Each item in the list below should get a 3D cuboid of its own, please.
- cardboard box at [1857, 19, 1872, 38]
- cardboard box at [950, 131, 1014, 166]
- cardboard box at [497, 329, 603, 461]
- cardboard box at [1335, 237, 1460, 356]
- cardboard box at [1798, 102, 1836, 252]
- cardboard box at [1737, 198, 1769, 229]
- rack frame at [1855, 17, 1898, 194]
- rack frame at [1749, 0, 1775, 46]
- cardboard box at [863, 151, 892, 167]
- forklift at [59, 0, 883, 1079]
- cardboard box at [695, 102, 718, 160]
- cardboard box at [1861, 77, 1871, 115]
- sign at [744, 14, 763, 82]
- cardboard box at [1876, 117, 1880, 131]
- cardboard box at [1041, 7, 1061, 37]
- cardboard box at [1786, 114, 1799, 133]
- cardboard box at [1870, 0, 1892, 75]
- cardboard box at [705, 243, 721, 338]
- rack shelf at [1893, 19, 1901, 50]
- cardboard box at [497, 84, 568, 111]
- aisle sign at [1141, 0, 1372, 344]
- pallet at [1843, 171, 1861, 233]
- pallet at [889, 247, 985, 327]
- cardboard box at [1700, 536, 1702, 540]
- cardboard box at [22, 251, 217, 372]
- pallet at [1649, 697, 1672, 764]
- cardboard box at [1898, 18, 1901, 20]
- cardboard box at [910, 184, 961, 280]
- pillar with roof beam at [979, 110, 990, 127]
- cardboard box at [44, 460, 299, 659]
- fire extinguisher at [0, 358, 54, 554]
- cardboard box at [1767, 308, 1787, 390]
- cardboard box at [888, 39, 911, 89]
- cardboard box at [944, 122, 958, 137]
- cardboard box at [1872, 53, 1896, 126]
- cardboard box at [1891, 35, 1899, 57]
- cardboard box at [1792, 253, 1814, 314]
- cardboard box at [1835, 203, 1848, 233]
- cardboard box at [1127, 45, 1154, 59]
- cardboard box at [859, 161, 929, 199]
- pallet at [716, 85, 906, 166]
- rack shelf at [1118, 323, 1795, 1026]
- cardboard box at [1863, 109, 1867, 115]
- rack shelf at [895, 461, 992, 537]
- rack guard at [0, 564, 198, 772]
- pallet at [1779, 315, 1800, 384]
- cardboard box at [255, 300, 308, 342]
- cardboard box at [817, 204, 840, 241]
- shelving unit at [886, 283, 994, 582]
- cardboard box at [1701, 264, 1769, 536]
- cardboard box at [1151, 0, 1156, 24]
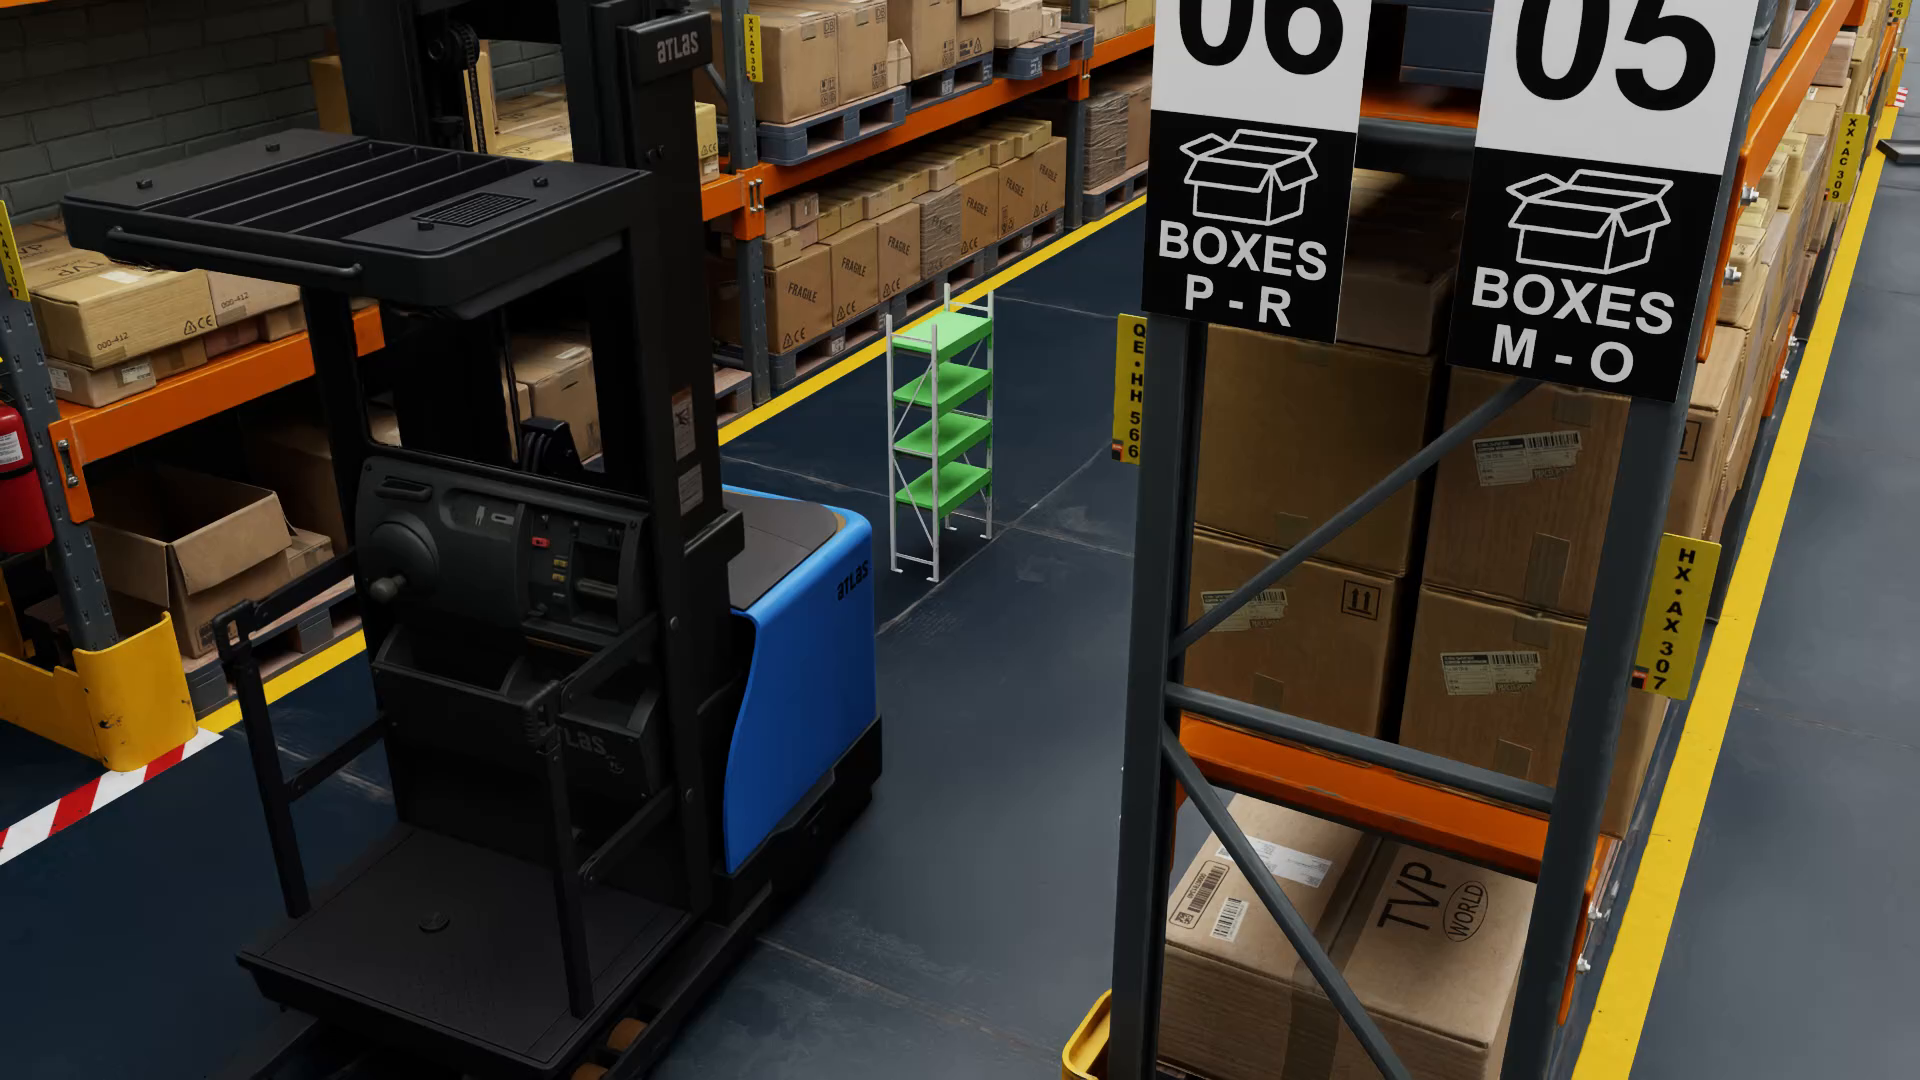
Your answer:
[{"bbox_3d":[3.494,-1.922,7.009,0.500,0.500,0.500,14,30,26],"label":"cardboard box"},{"bbox_3d":[0.148,-2.674,11.339,0.380,0.149,0.250,13,29,24],"label":"cardboard box"},{"bbox_3d":[-2.141,-0.667,8.054,0.700,0.500,0.500,13,29,24],"label":"cardboard box"},{"bbox_3d":[0.836,-0.524,3.493,0.380,0.149,0.250,15,30,27],"label":"cardboard box"},{"bbox_3d":[2.553,-1.169,5.505,0.500,0.500,0.500,14,30,25],"label":"cardboard box"},{"bbox_3d":[1.658,-0.718,3.880,0.380,0.149,0.250,13,29,24],"label":"cardboard box"},{"bbox_3d":[6.737,-4.235,12.859,1.000,3.000,0.127,14,30,26],"label":"rack frame"},{"bbox_3d":[0.834,-2.241,2.174,1.000,3.000,0.127,14,30,26],"label":"rack frame"},{"bbox_3d":[-0.672,-2.478,10.947,0.380,0.149,0.250,14,30,26],"label":"cardboard box"},{"bbox_3d":[-1.346,0.070,4.335,1.130,2.935,3.031,11,29,22],"label":"forklift"},{"bbox_3d":[-1.560,-2.023,8.275,0.500,0.250,0.500,15,30,27],"label":"cardboard box"},{"bbox_3d":[4.269,-2.183,8.370,0.500,0.250,0.500,13,30,25],"label":"cardboard box"},{"bbox_3d":[-1.046,-2.480,8.385,0.100,0.325,0.005,14,30,26],"label":"sign"},{"bbox_3d":[7.515,-3.574,14.142,0.500,0.250,0.500,16,31,29],"label":"cardboard box"},{"bbox_3d":[0.457,-3.503,11.208,0.380,0.149,0.250,15,30,27],"label":"cardboard box"},{"bbox_3d":[2.135,-1.126,4.695,0.380,0.149,0.250,14,30,26],"label":"cardboard box"},{"bbox_3d":[4.497,-2.707,8.578,0.500,0.500,0.500,15,30,27],"label":"cardboard box"},{"bbox_3d":[-1.538,-1.535,9.790,0.500,0.500,0.500,14,30,26],"label":"cardboard box"},{"bbox_3d":[7.721,-4.693,14.578,1.077,0.370,4.000,14,30,26],"label":"rack shelf"},{"bbox_3d":[-2.001,-2.141,8.512,0.500,0.250,0.500,14,30,26],"label":"cardboard box"},{"bbox_3d":[0.528,-0.761,3.015,0.394,0.787,0.004,14,30,26],"label":"aisle sign"},{"bbox_3d":[6.355,-2.684,12.877,1.003,0.211,1.213,14,30,26],"label":"pallet"},{"bbox_3d":[-0.556,-1.765,11.039,1.003,0.211,1.213,14,30,26],"label":"pallet"},{"bbox_3d":[1.544,0.070,4.148,0.500,0.500,0.500,14,30,25],"label":"cardboard box"},{"bbox_3d":[-3.032,-0.834,5.899,0.500,0.250,0.500,14,30,26],"label":"cardboard box"},{"bbox_3d":[2.359,0.409,6.698,1.003,0.211,1.213,14,30,26],"label":"pallet"},{"bbox_3d":[7.171,-4.175,13.020,0.380,0.149,0.250,14,30,26],"label":"cardboard box"},{"bbox_3d":[-0.325,-2.022,10.761,0.500,0.500,0.500,13,29,24],"label":"cardboard box"},{"bbox_3d":[4.050,-6.209,10.101,9.100,9.000,0.400,14,30,26],"label":"pillar with roof beam"},{"bbox_3d":[-3.106,0.061,6.597,0.797,0.503,0.637,13,29,24],"label":"cardboard box"},{"bbox_3d":[-3.160,-0.290,5.481,0.296,0.674,0.183,14,30,26],"label":"fire extinguisher"},{"bbox_3d":[2.547,-0.723,5.732,0.500,0.500,0.500,13,30,25],"label":"cardboard box"},{"bbox_3d":[-0.504,-2.794,9.661,0.396,0.266,0.258,16,31,29],"label":"cardboard box"},{"bbox_3d":[-0.236,-2.896,11.782,0.380,0.149,0.250,15,30,28],"label":"cardboard box"},{"bbox_3d":[7.262,-3.699,13.554,0.500,0.500,0.500,16,31,28],"label":"cardboard box"},{"bbox_3d":[7.376,-4.025,13.479,0.380,0.149,0.250,15,30,27],"label":"cardboard box"},{"bbox_3d":[3.248,-1.164,6.891,0.500,0.250,0.500,13,30,25],"label":"cardboard box"},{"bbox_3d":[5.790,-2.491,11.841,0.950,0.372,0.625,15,30,28],"label":"cardboard box"},{"bbox_3d":[1.778,-3.946,14.466,0.875,0.625,0.625,14,30,26],"label":"cardboard box"},{"bbox_3d":[-0.419,-2.285,10.561,0.380,0.149,0.250,14,30,26],"label":"cardboard box"},{"bbox_3d":[-1.034,-2.410,9.429,1.003,0.211,1.213,14,30,26],"label":"pallet"},{"bbox_3d":[1.817,-0.016,5.235,1.077,0.370,4.000,14,30,26],"label":"rack shelf"},{"bbox_3d":[4.509,-2.152,8.866,0.500,0.250,0.500,15,30,27],"label":"cardboard box"},{"bbox_3d":[-0.081,-0.200,7.489,0.258,0.148,0.480,14,30,26],"label":"rack shelf"},{"bbox_3d":[-3.452,0.438,6.316,1.175,0.500,0.348,14,30,26],"label":"rack guard"},{"bbox_3d":[4.316,-1.139,9.789,1.003,0.211,1.213,14,30,26],"label":"pallet"},{"bbox_3d":[-2.728,-0.910,6.497,0.380,0.149,0.250,15,30,28],"label":"cardboard box"},{"bbox_3d":[-0.929,-1.878,9.749,0.380,0.149,0.250,13,29,23],"label":"cardboard box"},{"bbox_3d":[-0.081,-0.472,7.353,0.258,1.200,0.503,14,30,26],"label":"shelving unit"},{"bbox_3d":[1.566,-0.378,3.925,0.500,0.500,0.500,13,30,25],"label":"cardboard box"},{"bbox_3d":[1.376,-4.217,12.991,0.500,0.250,0.500,13,29,24],"label":"cardboard box"}]
